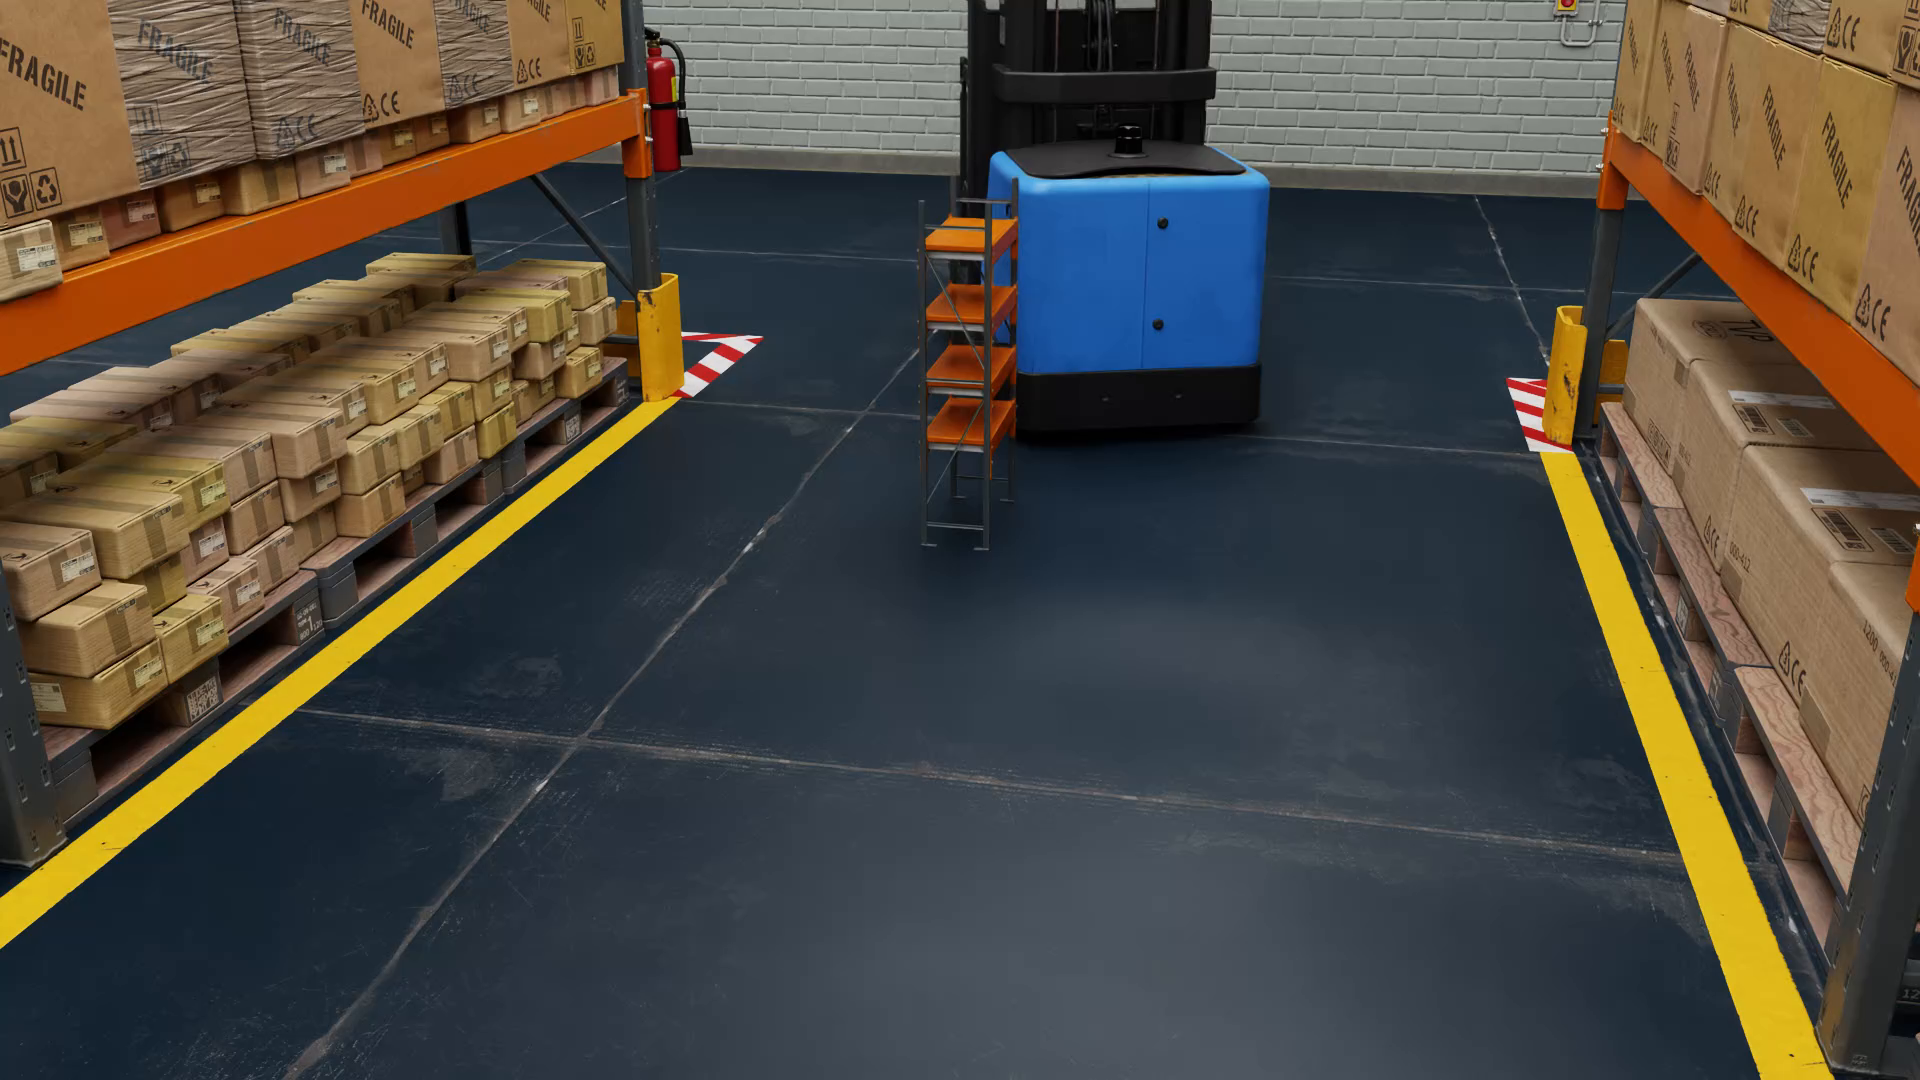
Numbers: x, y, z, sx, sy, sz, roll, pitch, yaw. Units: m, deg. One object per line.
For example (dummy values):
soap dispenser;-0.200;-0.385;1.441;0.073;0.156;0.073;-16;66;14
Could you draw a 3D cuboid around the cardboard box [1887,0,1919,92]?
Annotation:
cardboard box;2.033;-1.035;2.936;0.500;0.500;0.500;4;22;10

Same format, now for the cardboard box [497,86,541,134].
cardboard box;-1.786;-1.601;6.150;0.380;0.149;0.250;5;22;12

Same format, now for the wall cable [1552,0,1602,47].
wall cable;4.151;-4.344;11.222;0.585;1.953;0.123;4;22;11

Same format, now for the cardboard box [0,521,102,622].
cardboard box;-2.386;0.070;4.122;0.380;0.149;0.250;5;23;13

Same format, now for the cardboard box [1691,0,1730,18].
cardboard box;2.451;-1.772;4.766;0.500;0.500;0.500;4;22;11

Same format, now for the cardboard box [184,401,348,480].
cardboard box;-2.106;-0.306;5.057;0.380;0.149;0.250;5;22;12

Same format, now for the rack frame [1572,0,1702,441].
rack frame;3.024;-1.794;6.293;1.000;3.000;0.127;4;22;11

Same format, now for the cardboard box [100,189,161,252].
cardboard box;-2.298;-0.835;4.249;0.380;0.149;0.250;3;22;9

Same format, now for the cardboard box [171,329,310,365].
cardboard box;-2.532;-0.634;5.871;0.380;0.149;0.250;5;22;12

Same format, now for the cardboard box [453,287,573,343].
cardboard box;-1.739;-0.878;6.476;0.380;0.149;0.250;4;22;10

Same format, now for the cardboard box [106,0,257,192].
cardboard box;-2.217;-1.199;4.284;0.500;0.500;0.500;4;22;11

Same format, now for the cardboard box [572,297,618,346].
cardboard box;-1.671;-0.930;7.003;0.380;0.149;0.250;4;22;9

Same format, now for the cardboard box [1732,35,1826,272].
cardboard box;2.240;-0.940;4.039;0.500;0.500;0.500;4;22;10

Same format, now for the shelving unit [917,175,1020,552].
shelving unit;0.034;-0.617;5.780;0.258;1.200;0.503;4;22;11

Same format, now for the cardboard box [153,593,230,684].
cardboard box;-2.216;0.250;4.471;0.380;0.149;0.250;5;22;13

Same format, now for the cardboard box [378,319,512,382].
cardboard box;-1.854;-0.685;5.998;0.380;0.149;0.250;5;23;13

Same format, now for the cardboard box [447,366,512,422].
cardboard box;-1.869;-0.549;6.058;0.380;0.149;0.250;5;22;12

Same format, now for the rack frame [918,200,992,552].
rack frame;-0.016;-0.528;5.558;0.240;1.200;0.015;4;22;11

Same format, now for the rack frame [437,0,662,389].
rack frame;-1.843;-2.134;7.138;1.000;3.000;0.127;4;22;11

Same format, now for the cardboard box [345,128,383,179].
cardboard box;-2.051;-1.220;5.205;0.380;0.149;0.250;5;23;13

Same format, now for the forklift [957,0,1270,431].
forklift;0.546;-2.315;7.679;1.130;2.935;3.031;-3;22;-7

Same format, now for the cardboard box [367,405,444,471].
cardboard box;-1.968;-0.354;5.574;0.380;0.149;0.250;5;22;11

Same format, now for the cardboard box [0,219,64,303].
cardboard box;-2.281;-0.634;3.748;0.380;0.149;0.250;5;23;13

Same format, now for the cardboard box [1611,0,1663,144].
cardboard box;2.645;-1.687;5.893;0.500;0.500;0.500;4;22;10

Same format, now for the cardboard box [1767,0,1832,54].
cardboard box;2.239;-1.407;3.859;0.500;0.500;0.500;5;22;12

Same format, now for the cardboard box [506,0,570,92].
cardboard box;-1.793;-1.947;6.140;0.500;0.500;0.500;4;22;10

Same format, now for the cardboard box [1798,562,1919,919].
cardboard box;2.440;0.441;3.610;0.875;0.438;0.875;4;22;10

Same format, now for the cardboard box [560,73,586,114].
cardboard box;-1.720;-1.789;6.617;0.380;0.149;0.250;4;22;11

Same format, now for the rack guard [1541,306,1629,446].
rack guard;3.028;-0.643;6.782;1.175;0.500;0.348;4;22;11

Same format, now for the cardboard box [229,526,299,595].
cardboard box;-2.213;0.059;4.947;0.380;0.149;0.250;4;22;10

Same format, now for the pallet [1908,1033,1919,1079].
pallet;2.124;1.250;2.466;1.003;0.211;1.213;4;22;11

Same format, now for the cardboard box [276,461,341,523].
cardboard box;-2.157;-0.179;5.138;0.380;0.149;0.250;6;23;13

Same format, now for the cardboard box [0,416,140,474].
cardboard box;-2.655;-0.247;4.909;0.380;0.149;0.250;5;23;13

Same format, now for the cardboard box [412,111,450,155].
cardboard box;-1.982;-1.413;5.682;0.380;0.149;0.250;4;22;9

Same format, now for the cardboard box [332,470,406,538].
cardboard box;-2.045;-0.130;5.416;0.380;0.149;0.250;4;22;9

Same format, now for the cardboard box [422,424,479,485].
cardboard box;-1.942;-0.319;5.884;0.380;0.149;0.250;5;22;12

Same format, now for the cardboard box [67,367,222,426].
cardboard box;-2.647;-0.452;5.419;0.380;0.149;0.250;4;22;9

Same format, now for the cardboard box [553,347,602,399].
cardboard box;-1.700;-0.697;6.822;0.380;0.149;0.250;5;23;13

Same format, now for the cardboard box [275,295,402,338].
cardboard box;-2.367;-0.828;6.351;0.380;0.149;0.250;3;22;8

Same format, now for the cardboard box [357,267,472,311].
cardboard box;-2.221;-1.007;6.796;0.380;0.149;0.250;5;22;12

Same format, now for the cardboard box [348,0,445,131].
cardboard box;-1.999;-1.579;5.227;0.500;0.500;0.500;6;23;14

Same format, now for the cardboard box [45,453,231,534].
cardboard box;-2.268;-0.122;4.600;0.380;0.149;0.250;4;22;10

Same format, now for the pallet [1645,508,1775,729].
pallet;2.686;0.243;4.968;1.003;0.211;1.213;4;22;11

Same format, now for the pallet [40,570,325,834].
pallet;-2.557;0.374;4.643;1.003;0.211;1.213;4;22;11

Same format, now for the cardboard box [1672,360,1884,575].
cardboard box;2.808;-0.216;5.242;0.875;0.438;0.875;5;22;12

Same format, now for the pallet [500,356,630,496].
pallet;-2.059;-0.519;6.859;1.003;0.211;1.213;4;22;11

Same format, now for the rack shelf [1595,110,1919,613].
rack shelf;2.615;-0.729;4.611;1.077;0.370;4.000;4;22;11

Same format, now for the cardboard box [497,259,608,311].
cardboard box;-1.703;-1.070;6.952;0.380;0.149;0.250;5;22;12

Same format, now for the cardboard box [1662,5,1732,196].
cardboard box;2.447;-1.315;4.969;0.500;0.500;0.500;4;22;11

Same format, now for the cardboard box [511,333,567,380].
cardboard box;-1.776;-0.740;6.531;0.380;0.149;0.250;4;22;9

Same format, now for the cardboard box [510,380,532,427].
cardboard box;-1.875;-0.515;6.372;0.380;0.149;0.250;5;22;11

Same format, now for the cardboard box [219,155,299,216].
cardboard box;-2.121;-1.021;4.711;0.380;0.149;0.250;5;22;12

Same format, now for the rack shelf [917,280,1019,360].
rack shelf;0.034;-0.762;5.721;0.258;0.148;0.480;4;22;11

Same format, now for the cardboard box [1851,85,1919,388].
cardboard box;2.052;-0.567;3.111;0.500;0.500;0.500;5;22;11

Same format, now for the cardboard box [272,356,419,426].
cardboard box;-2.042;-0.500;5.536;0.380;0.149;0.250;5;22;11

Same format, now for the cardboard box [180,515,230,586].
cardboard box;-2.294;0.019;4.648;0.380;0.149;0.250;4;22;11

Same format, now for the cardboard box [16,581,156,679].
cardboard box;-2.272;0.210;4.173;0.380;0.149;0.250;5;23;13

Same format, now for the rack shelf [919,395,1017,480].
rack shelf;0.034;-0.371;5.879;0.258;0.148;0.480;4;22;11
